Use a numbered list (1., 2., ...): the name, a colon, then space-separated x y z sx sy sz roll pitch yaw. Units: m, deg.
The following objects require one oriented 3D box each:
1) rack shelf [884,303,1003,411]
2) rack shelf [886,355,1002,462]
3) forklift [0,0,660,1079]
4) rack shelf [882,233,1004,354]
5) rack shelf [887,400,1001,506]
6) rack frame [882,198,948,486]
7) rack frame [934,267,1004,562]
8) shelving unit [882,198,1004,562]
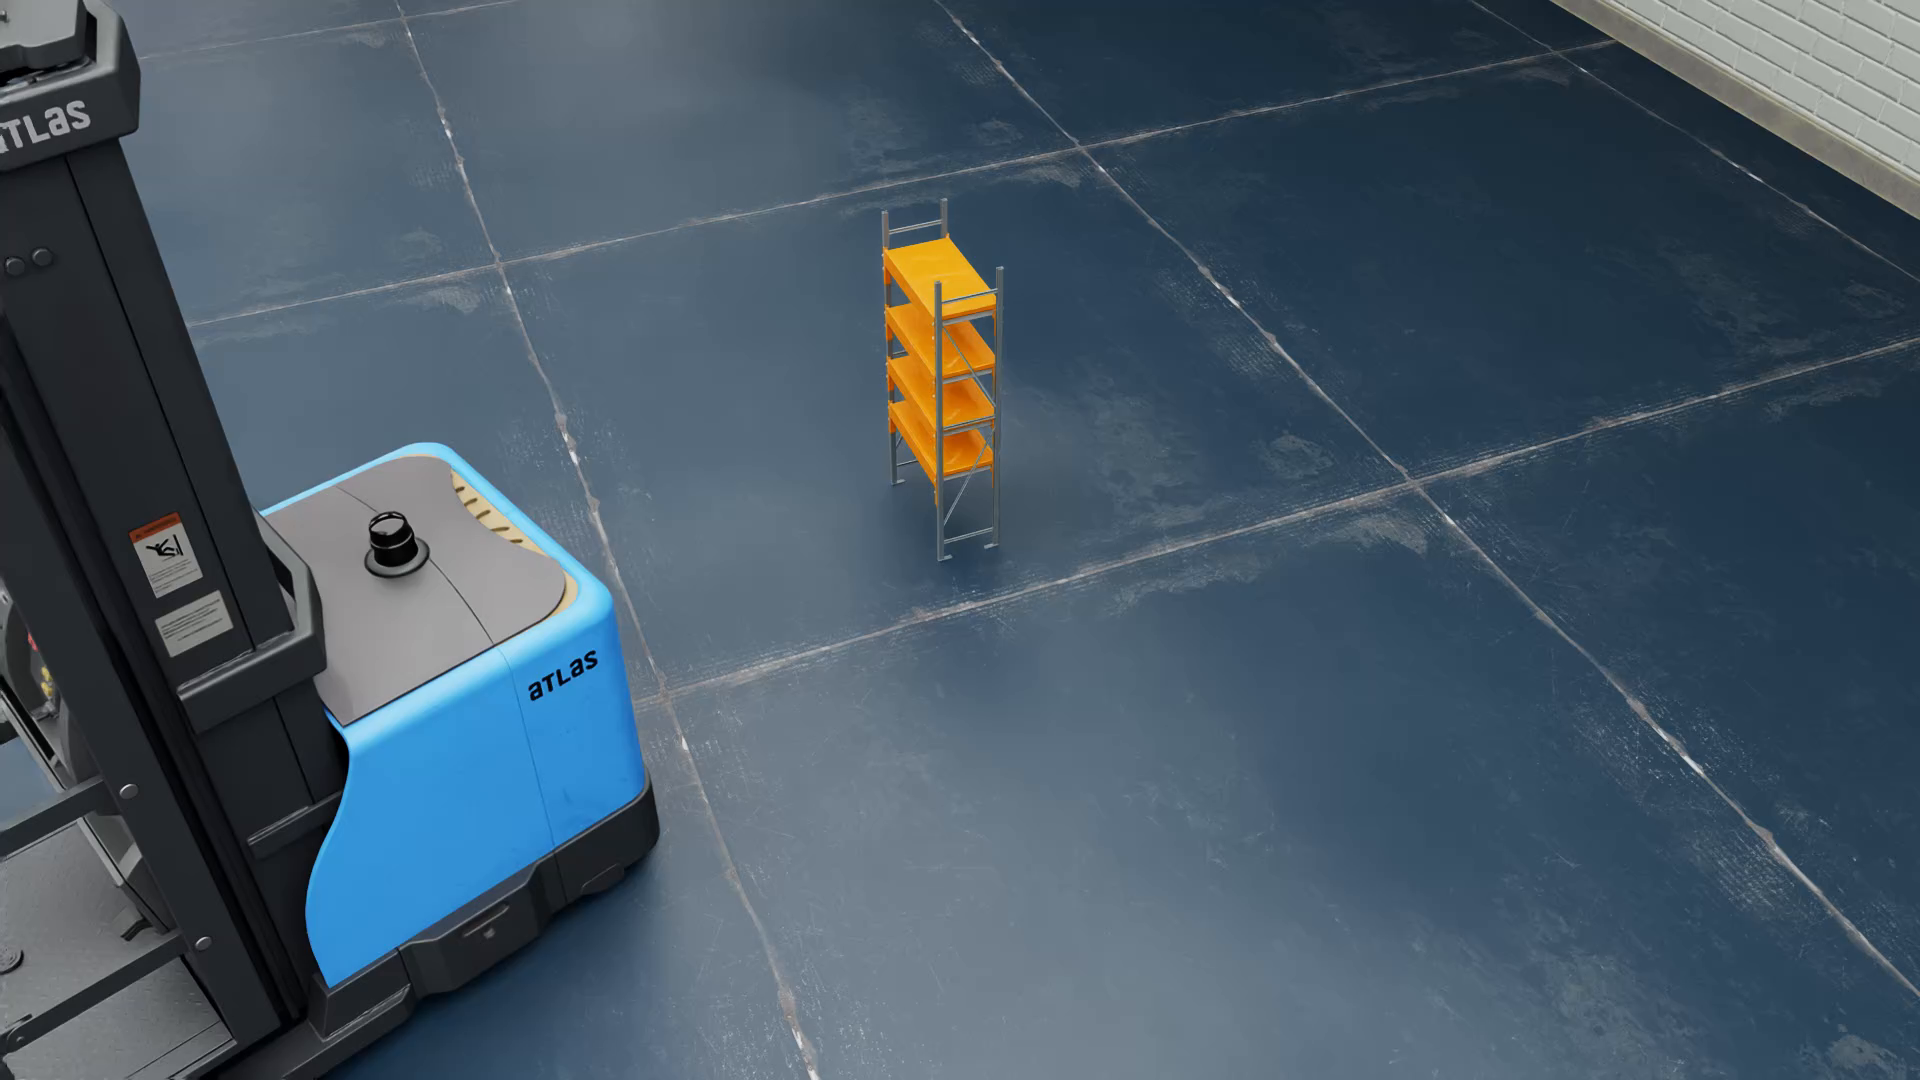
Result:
1. rack shelf: -0.063 -0.673 5.873 0.258 0.148 0.480 -15 43 -17
2. rack shelf: -0.063 -0.504 6.019 0.258 0.148 0.480 -15 43 -17
3. forklift: -2.346 0.265 3.694 3.031 2.935 1.130 -31 49 -31
4. rack shelf: -0.063 -0.853 5.719 0.258 0.148 0.480 -15 43 -17
5. rack shelf: -0.063 -0.353 6.148 0.258 0.148 0.480 -15 43 -17
6. rack frame: -0.157 -0.702 6.146 0.240 1.200 0.015 -15 43 -17
7. rack frame: 0.030 -0.408 5.804 0.240 1.200 0.015 -15 43 -17
8. shelving unit: -0.063 -0.555 5.975 0.258 1.200 0.503 -15 43 -17
